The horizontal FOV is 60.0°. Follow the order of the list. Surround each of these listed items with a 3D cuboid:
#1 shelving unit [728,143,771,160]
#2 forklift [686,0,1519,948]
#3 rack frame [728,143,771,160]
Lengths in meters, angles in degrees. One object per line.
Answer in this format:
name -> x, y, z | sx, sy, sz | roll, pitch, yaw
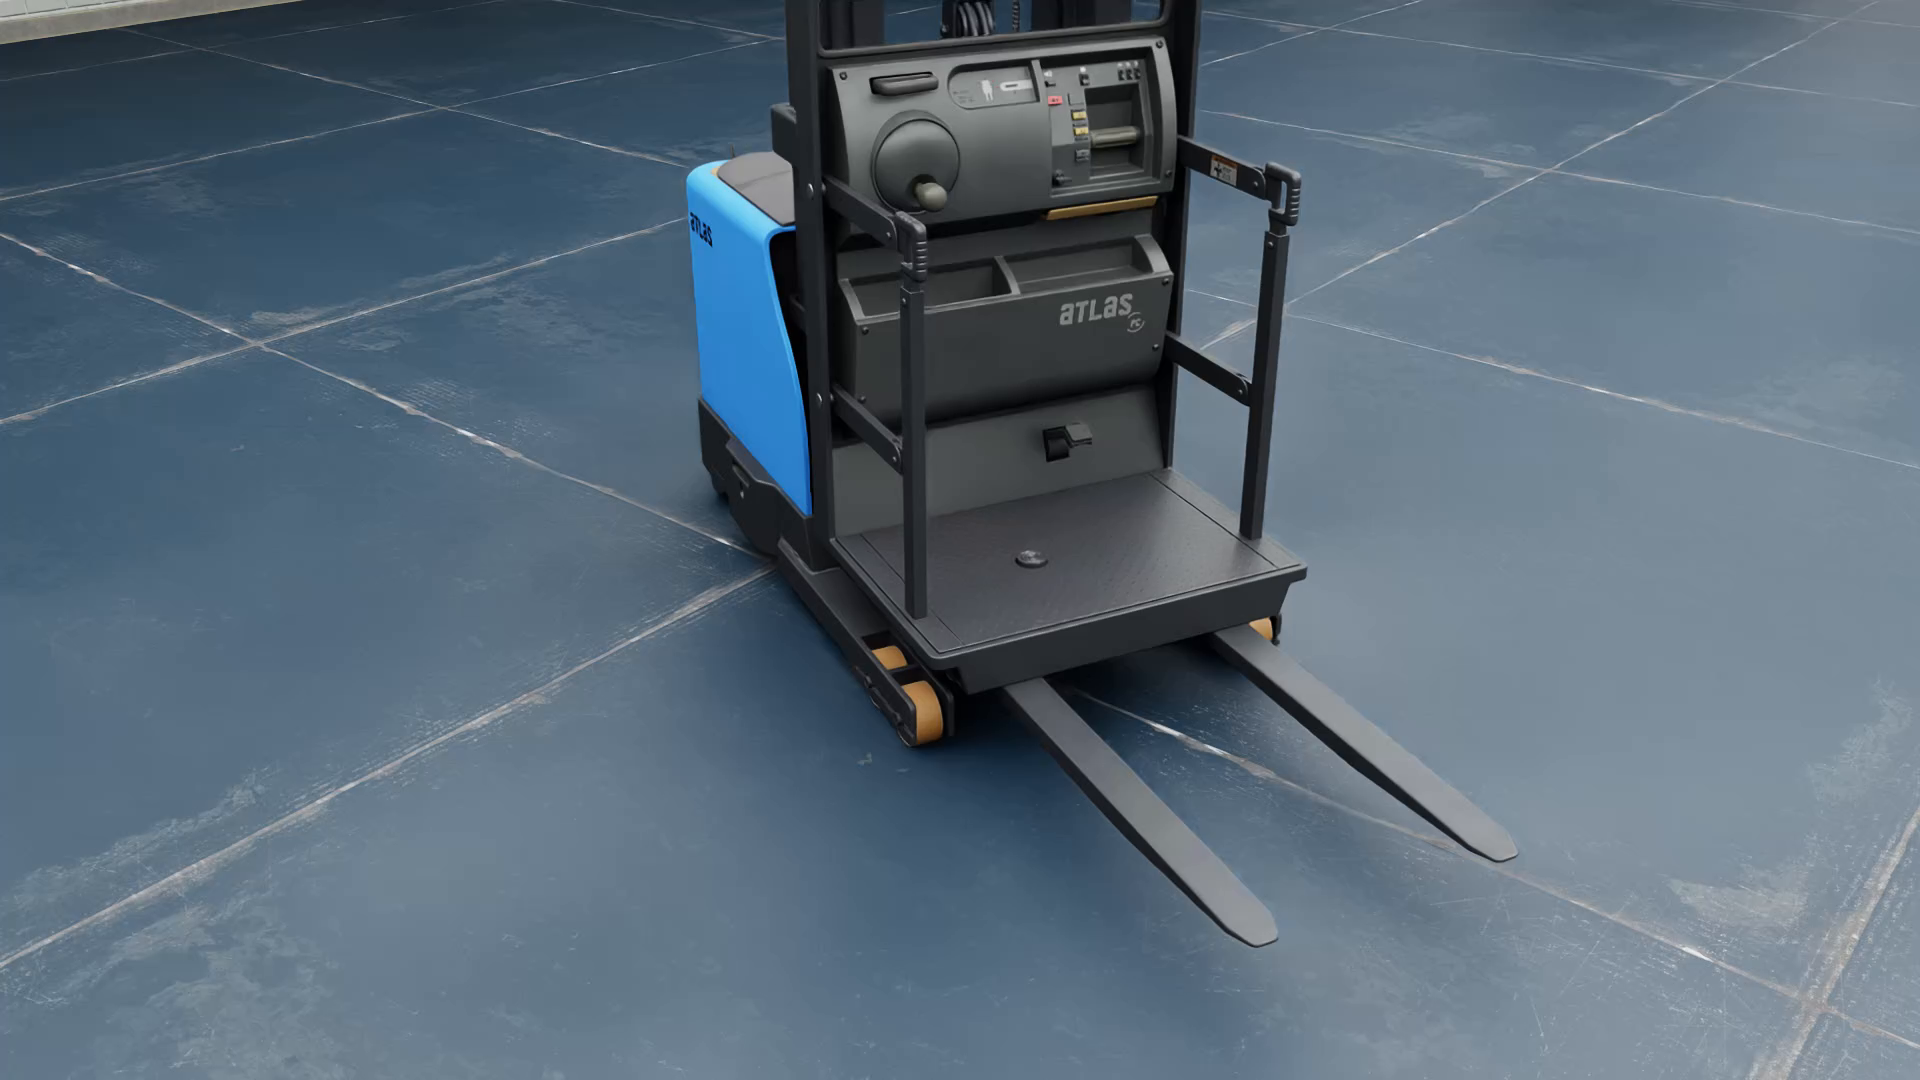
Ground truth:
shelving unit -> -0.591, -0.859, 5.758 | 0.215, 1.050, 0.252 | 19, 33, 37
forklift -> 0.223, -1.006, 4.005 | 1.130, 2.935, 3.031 | -12, 30, -22
rack frame -> -0.672, -0.817, 5.676 | 0.200, 1.050, 0.008 | 19, 33, 37
